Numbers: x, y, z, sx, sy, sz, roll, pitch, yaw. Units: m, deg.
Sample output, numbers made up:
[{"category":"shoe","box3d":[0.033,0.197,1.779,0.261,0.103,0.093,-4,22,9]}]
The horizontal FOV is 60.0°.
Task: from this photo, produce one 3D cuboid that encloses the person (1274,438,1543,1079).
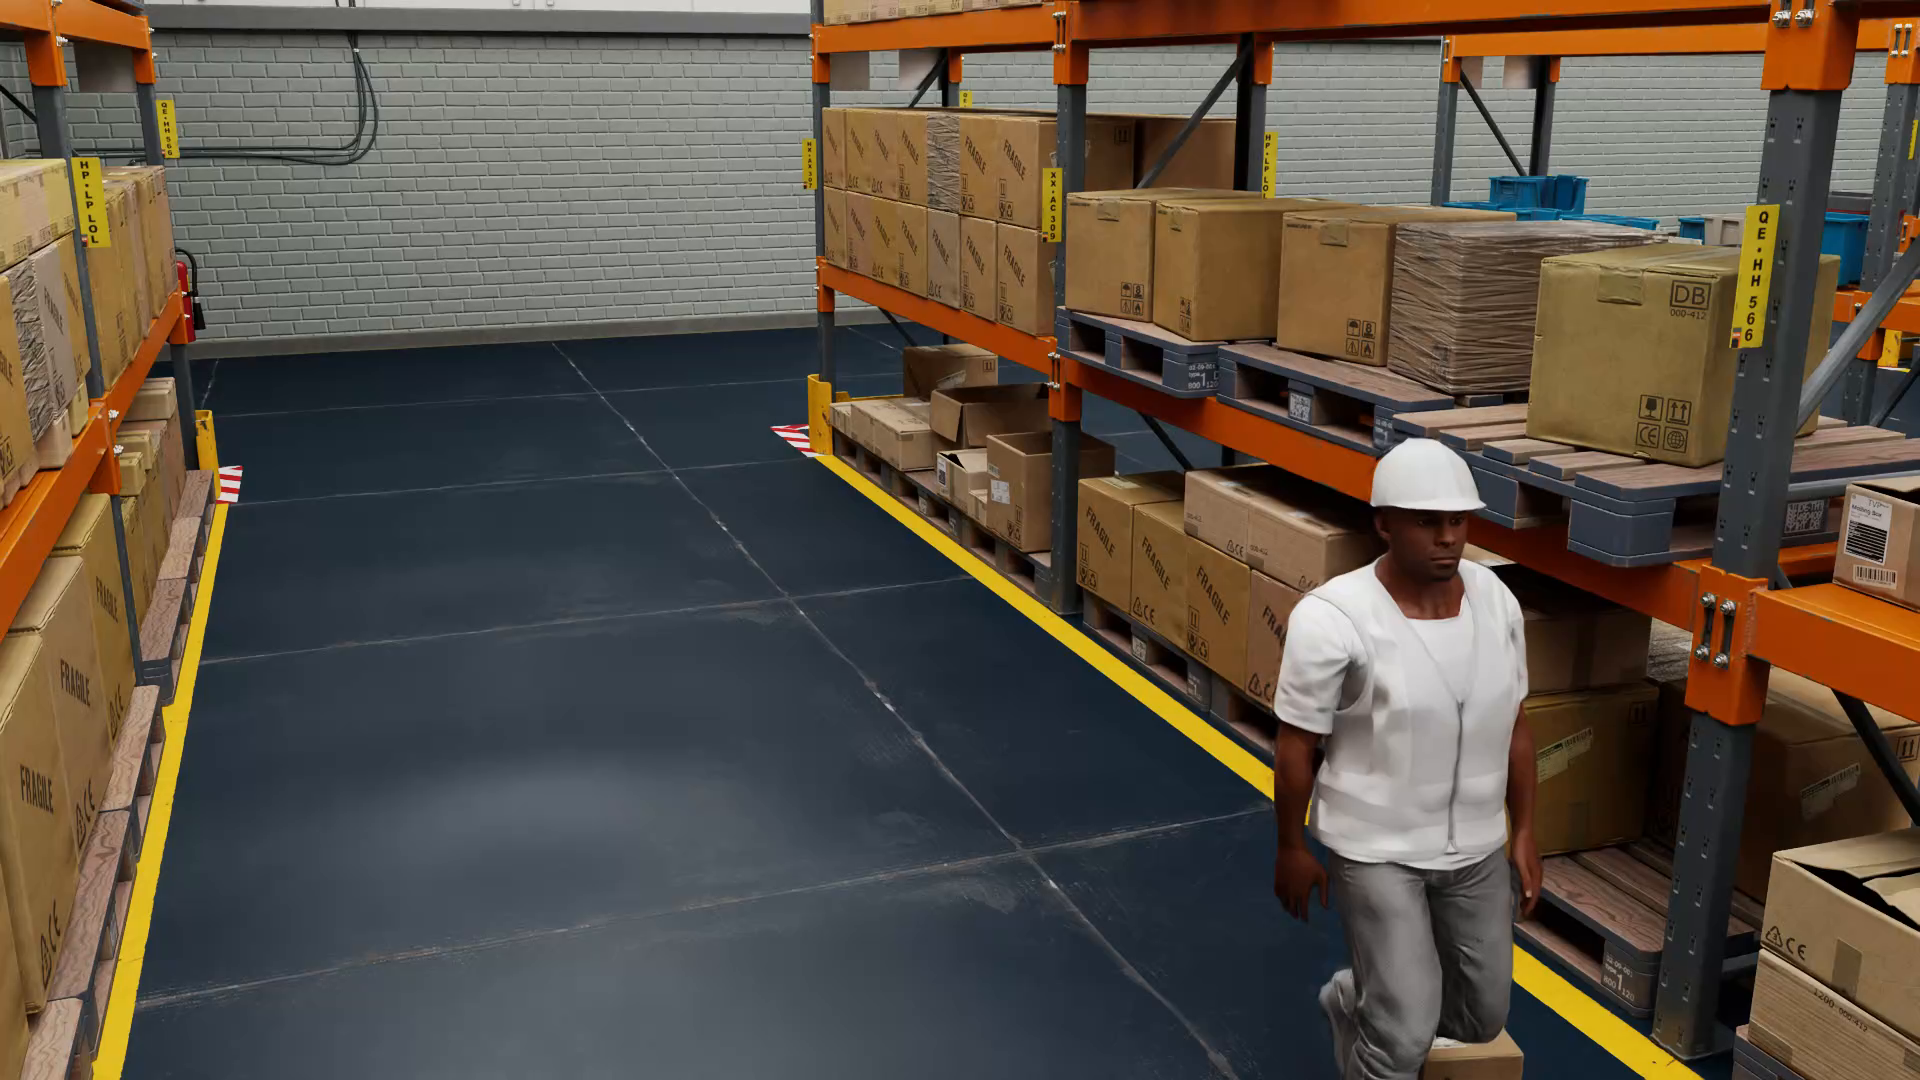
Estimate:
[{"category":"person","box3d":[0.957,0.635,3.613,0.579,1.749,0.706,-6,16,-19]}]
